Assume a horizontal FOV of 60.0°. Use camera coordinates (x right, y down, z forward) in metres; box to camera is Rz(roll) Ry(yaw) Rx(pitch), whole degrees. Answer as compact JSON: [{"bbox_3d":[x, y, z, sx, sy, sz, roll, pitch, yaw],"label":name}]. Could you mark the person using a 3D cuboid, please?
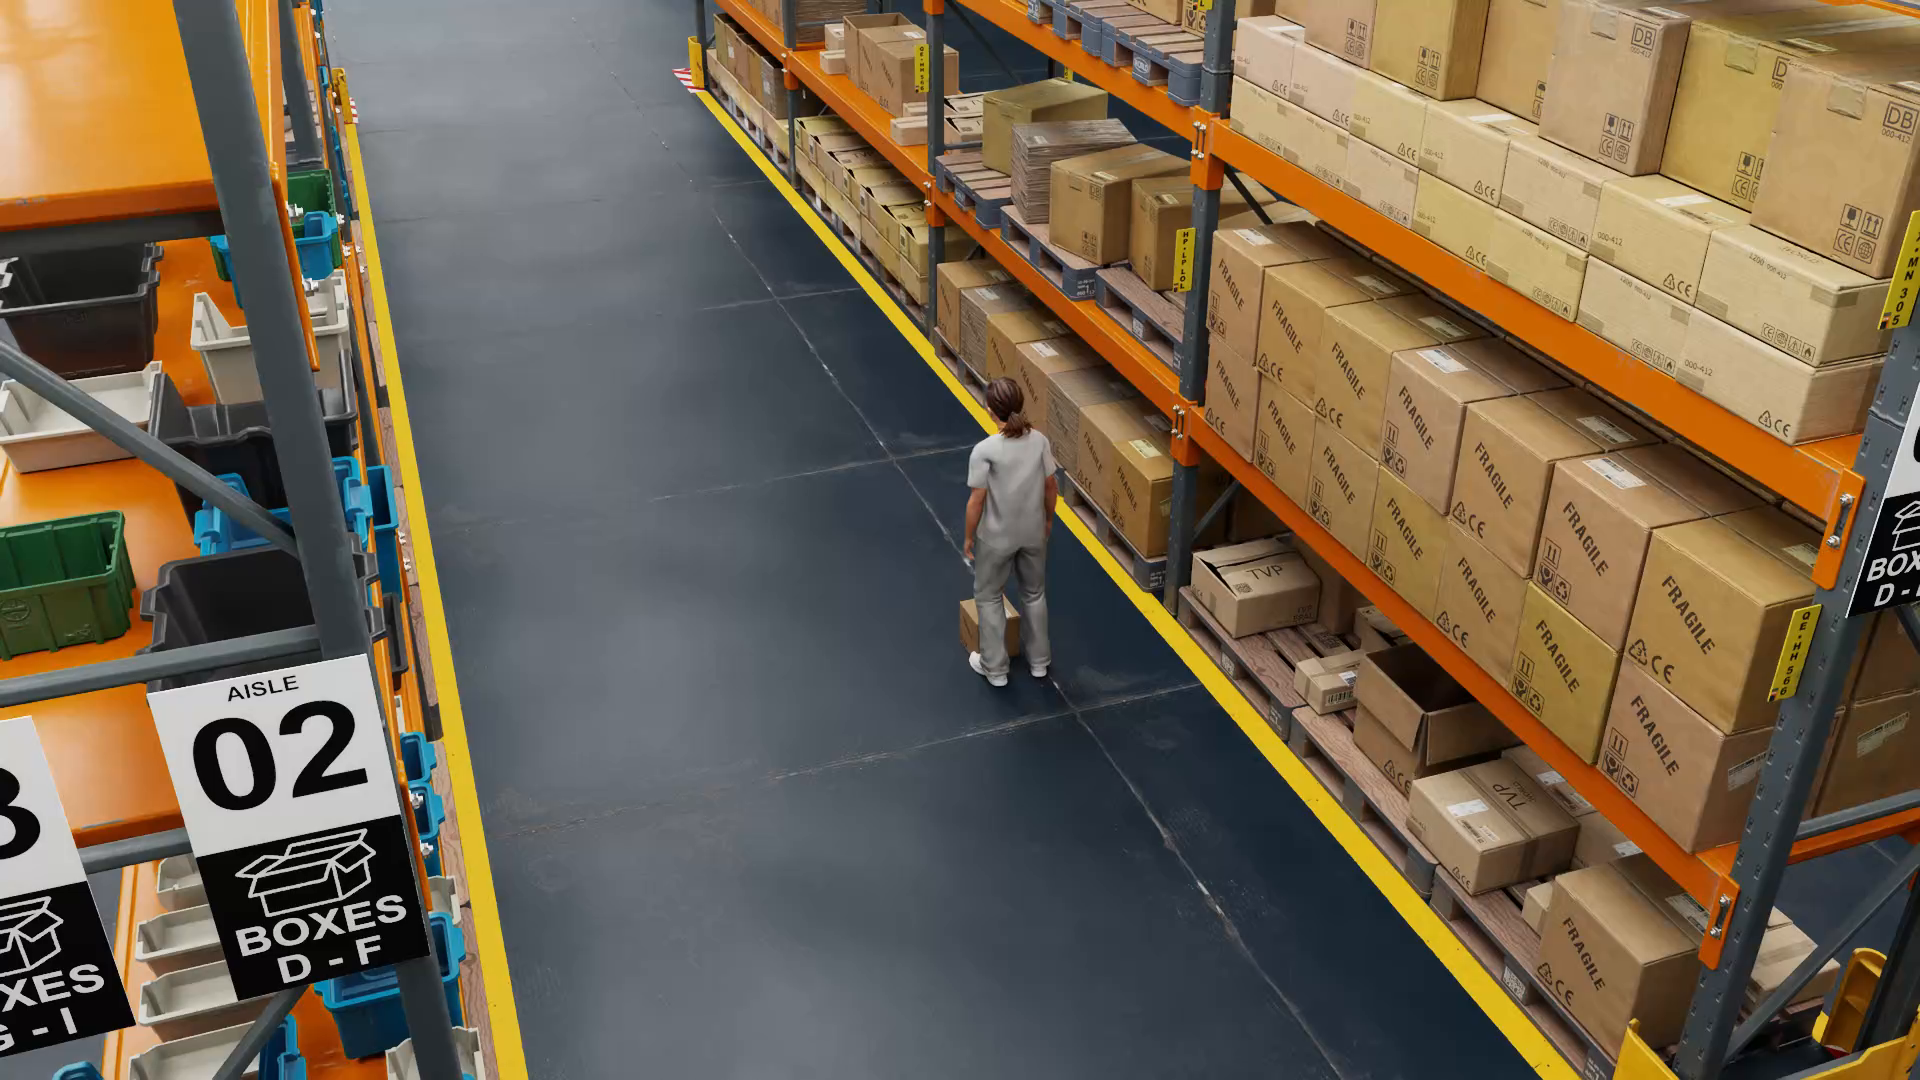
[{"bbox_3d":[0.254,-0.028,8.390,0.495,1.673,0.354,-11,32,-18],"label":"person"}]
